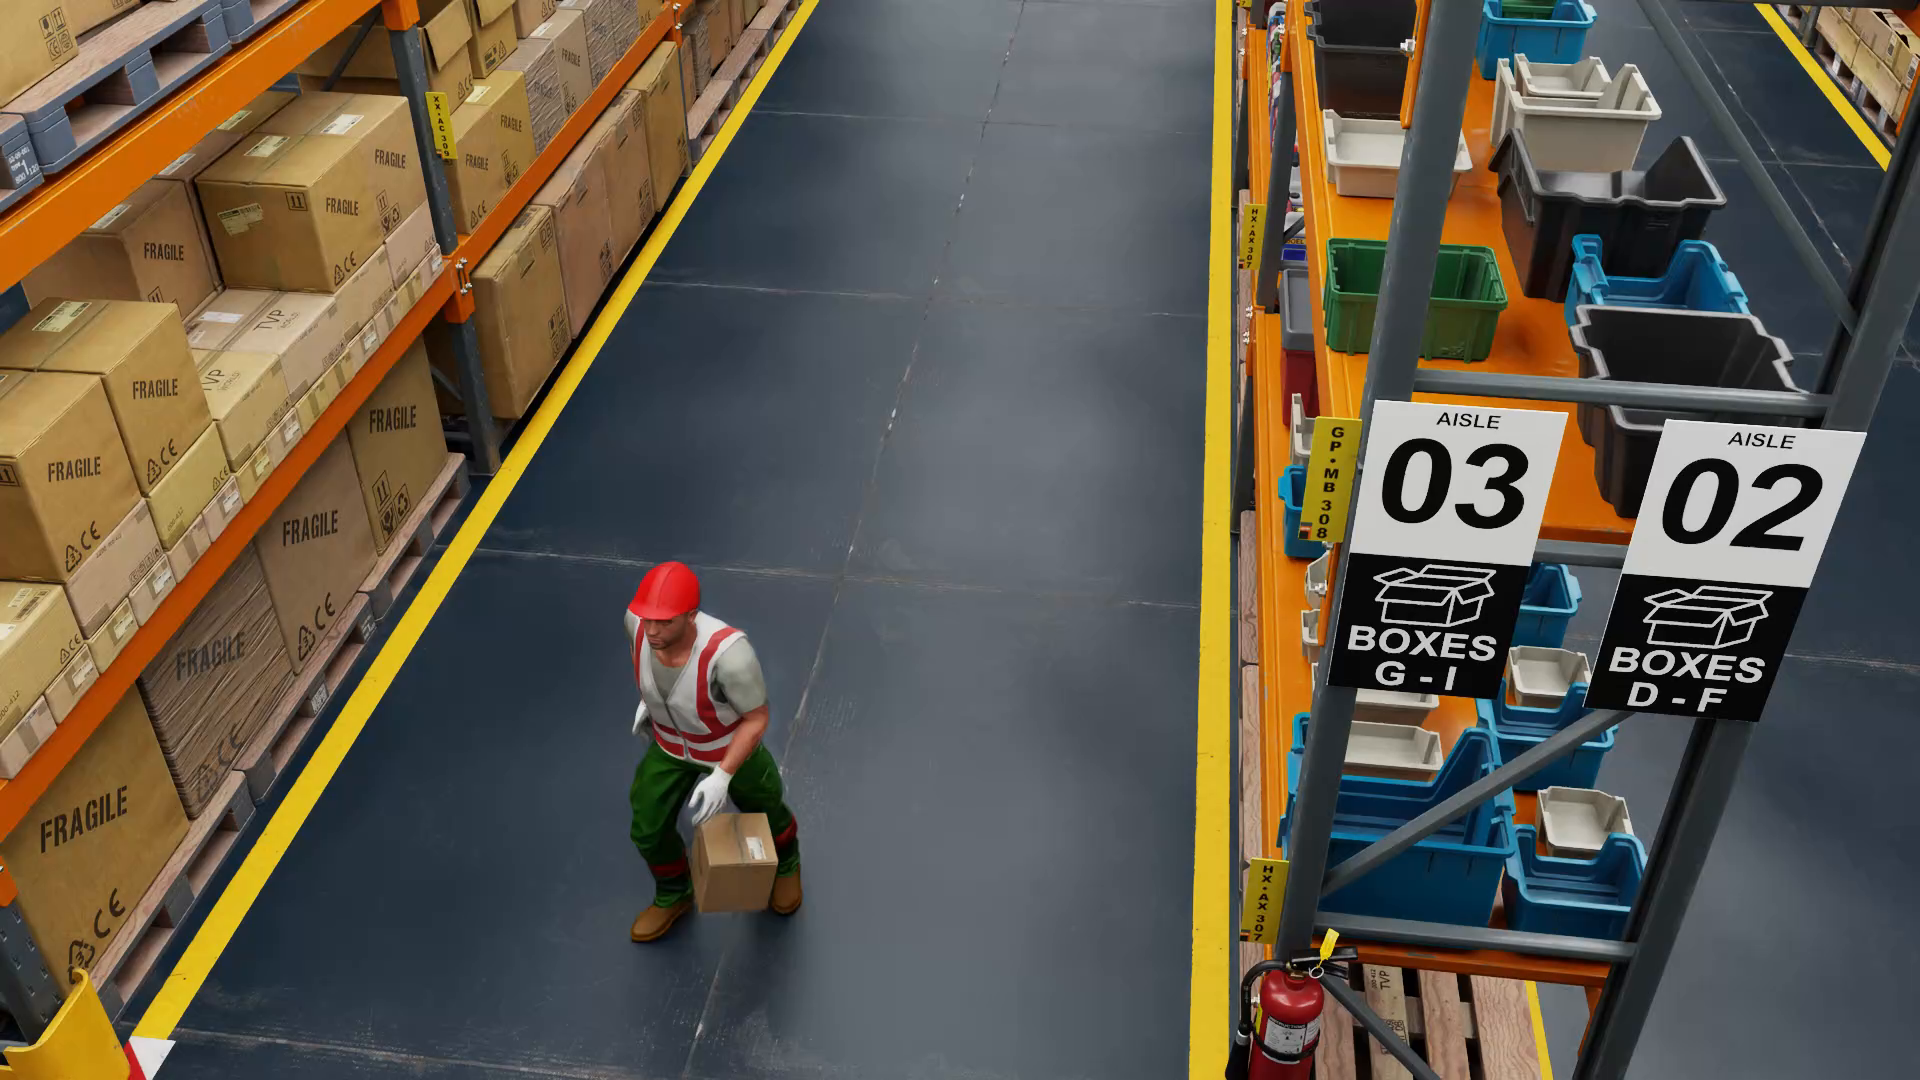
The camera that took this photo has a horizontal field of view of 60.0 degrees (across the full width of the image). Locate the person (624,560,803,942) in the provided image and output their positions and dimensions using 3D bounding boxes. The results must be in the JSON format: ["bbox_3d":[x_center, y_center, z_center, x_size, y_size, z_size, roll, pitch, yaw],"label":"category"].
[{"bbox_3d":[-0.938,0.744,6.016,0.620,1.748,0.663,12,38,17],"label":"person"}]
